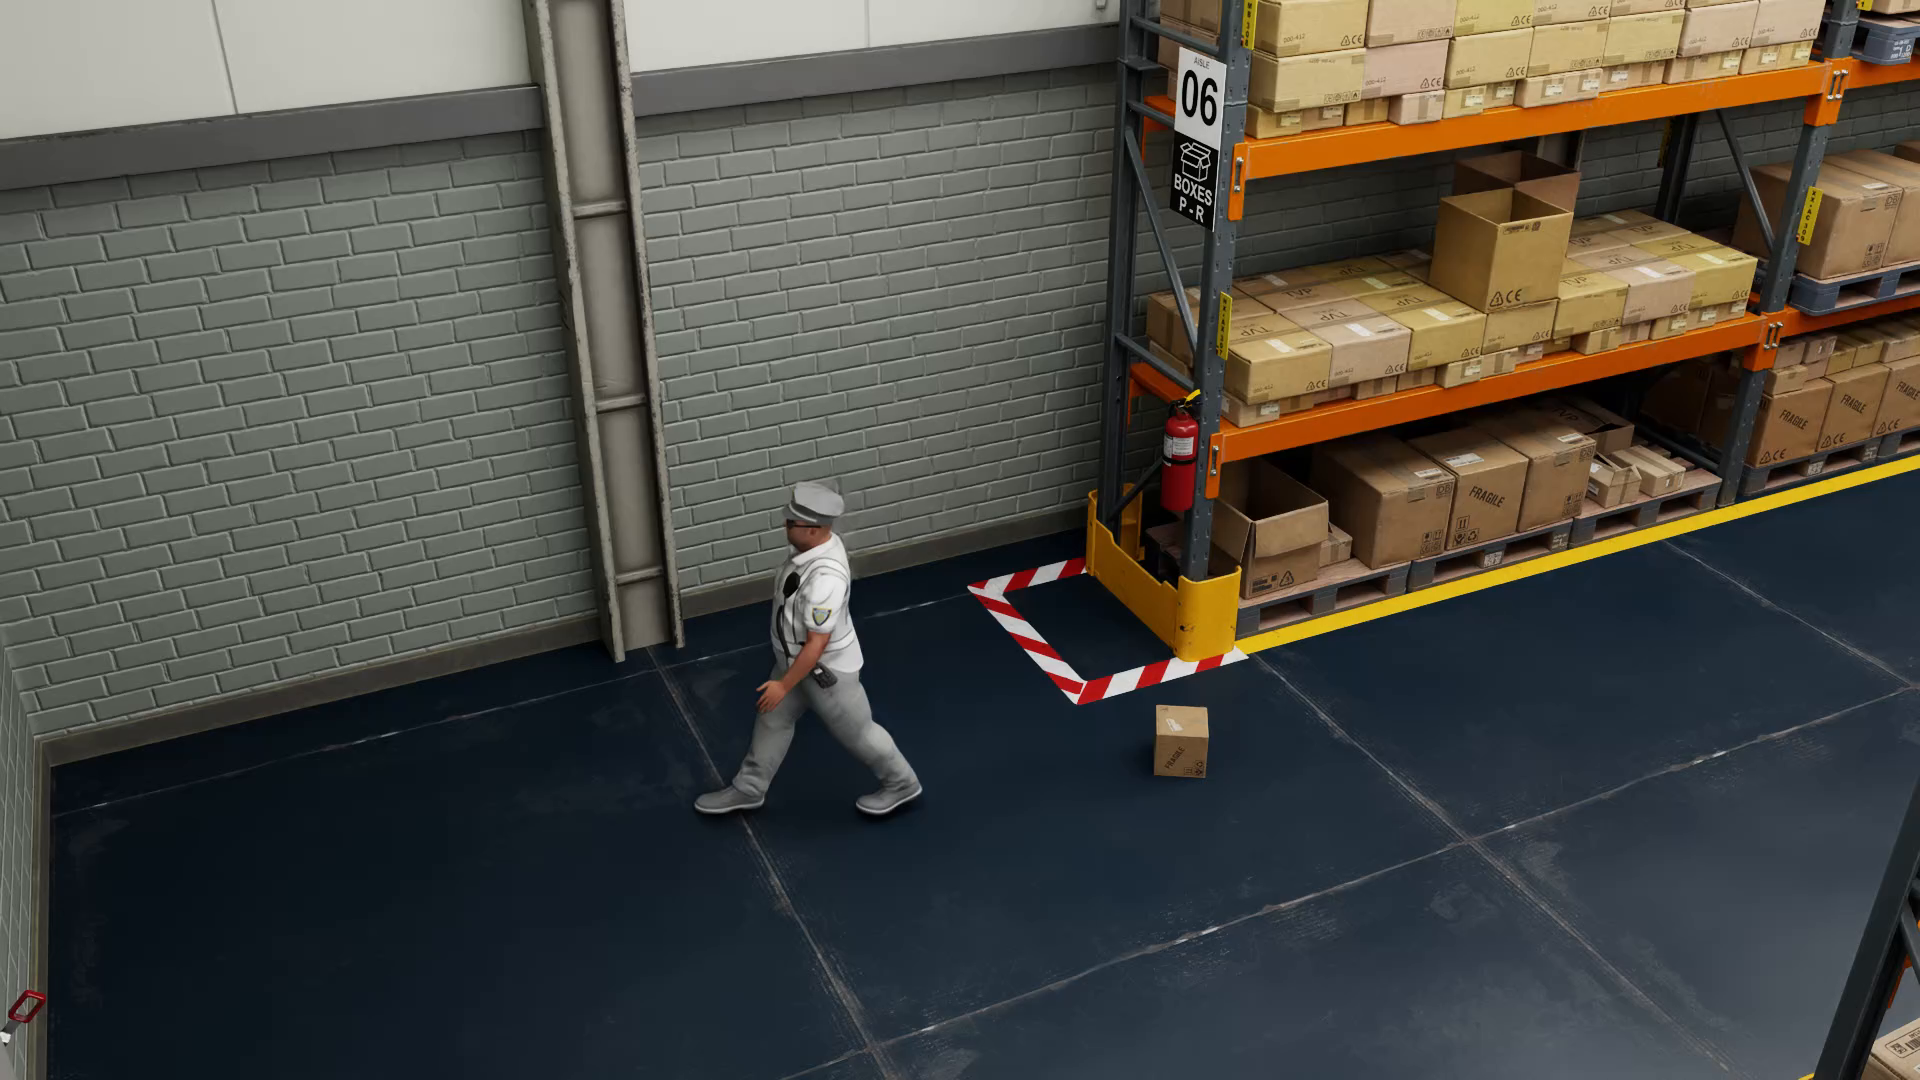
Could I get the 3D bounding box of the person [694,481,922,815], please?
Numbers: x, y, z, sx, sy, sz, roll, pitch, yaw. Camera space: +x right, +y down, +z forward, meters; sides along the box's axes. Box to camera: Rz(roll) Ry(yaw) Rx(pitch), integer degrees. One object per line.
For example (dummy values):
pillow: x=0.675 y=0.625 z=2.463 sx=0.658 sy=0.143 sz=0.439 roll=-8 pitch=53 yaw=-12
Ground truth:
person: x=-0.709 y=0.530 z=7.453 sx=1.061 sy=1.700 sz=0.547 roll=-8 pitch=30 yaw=-13
